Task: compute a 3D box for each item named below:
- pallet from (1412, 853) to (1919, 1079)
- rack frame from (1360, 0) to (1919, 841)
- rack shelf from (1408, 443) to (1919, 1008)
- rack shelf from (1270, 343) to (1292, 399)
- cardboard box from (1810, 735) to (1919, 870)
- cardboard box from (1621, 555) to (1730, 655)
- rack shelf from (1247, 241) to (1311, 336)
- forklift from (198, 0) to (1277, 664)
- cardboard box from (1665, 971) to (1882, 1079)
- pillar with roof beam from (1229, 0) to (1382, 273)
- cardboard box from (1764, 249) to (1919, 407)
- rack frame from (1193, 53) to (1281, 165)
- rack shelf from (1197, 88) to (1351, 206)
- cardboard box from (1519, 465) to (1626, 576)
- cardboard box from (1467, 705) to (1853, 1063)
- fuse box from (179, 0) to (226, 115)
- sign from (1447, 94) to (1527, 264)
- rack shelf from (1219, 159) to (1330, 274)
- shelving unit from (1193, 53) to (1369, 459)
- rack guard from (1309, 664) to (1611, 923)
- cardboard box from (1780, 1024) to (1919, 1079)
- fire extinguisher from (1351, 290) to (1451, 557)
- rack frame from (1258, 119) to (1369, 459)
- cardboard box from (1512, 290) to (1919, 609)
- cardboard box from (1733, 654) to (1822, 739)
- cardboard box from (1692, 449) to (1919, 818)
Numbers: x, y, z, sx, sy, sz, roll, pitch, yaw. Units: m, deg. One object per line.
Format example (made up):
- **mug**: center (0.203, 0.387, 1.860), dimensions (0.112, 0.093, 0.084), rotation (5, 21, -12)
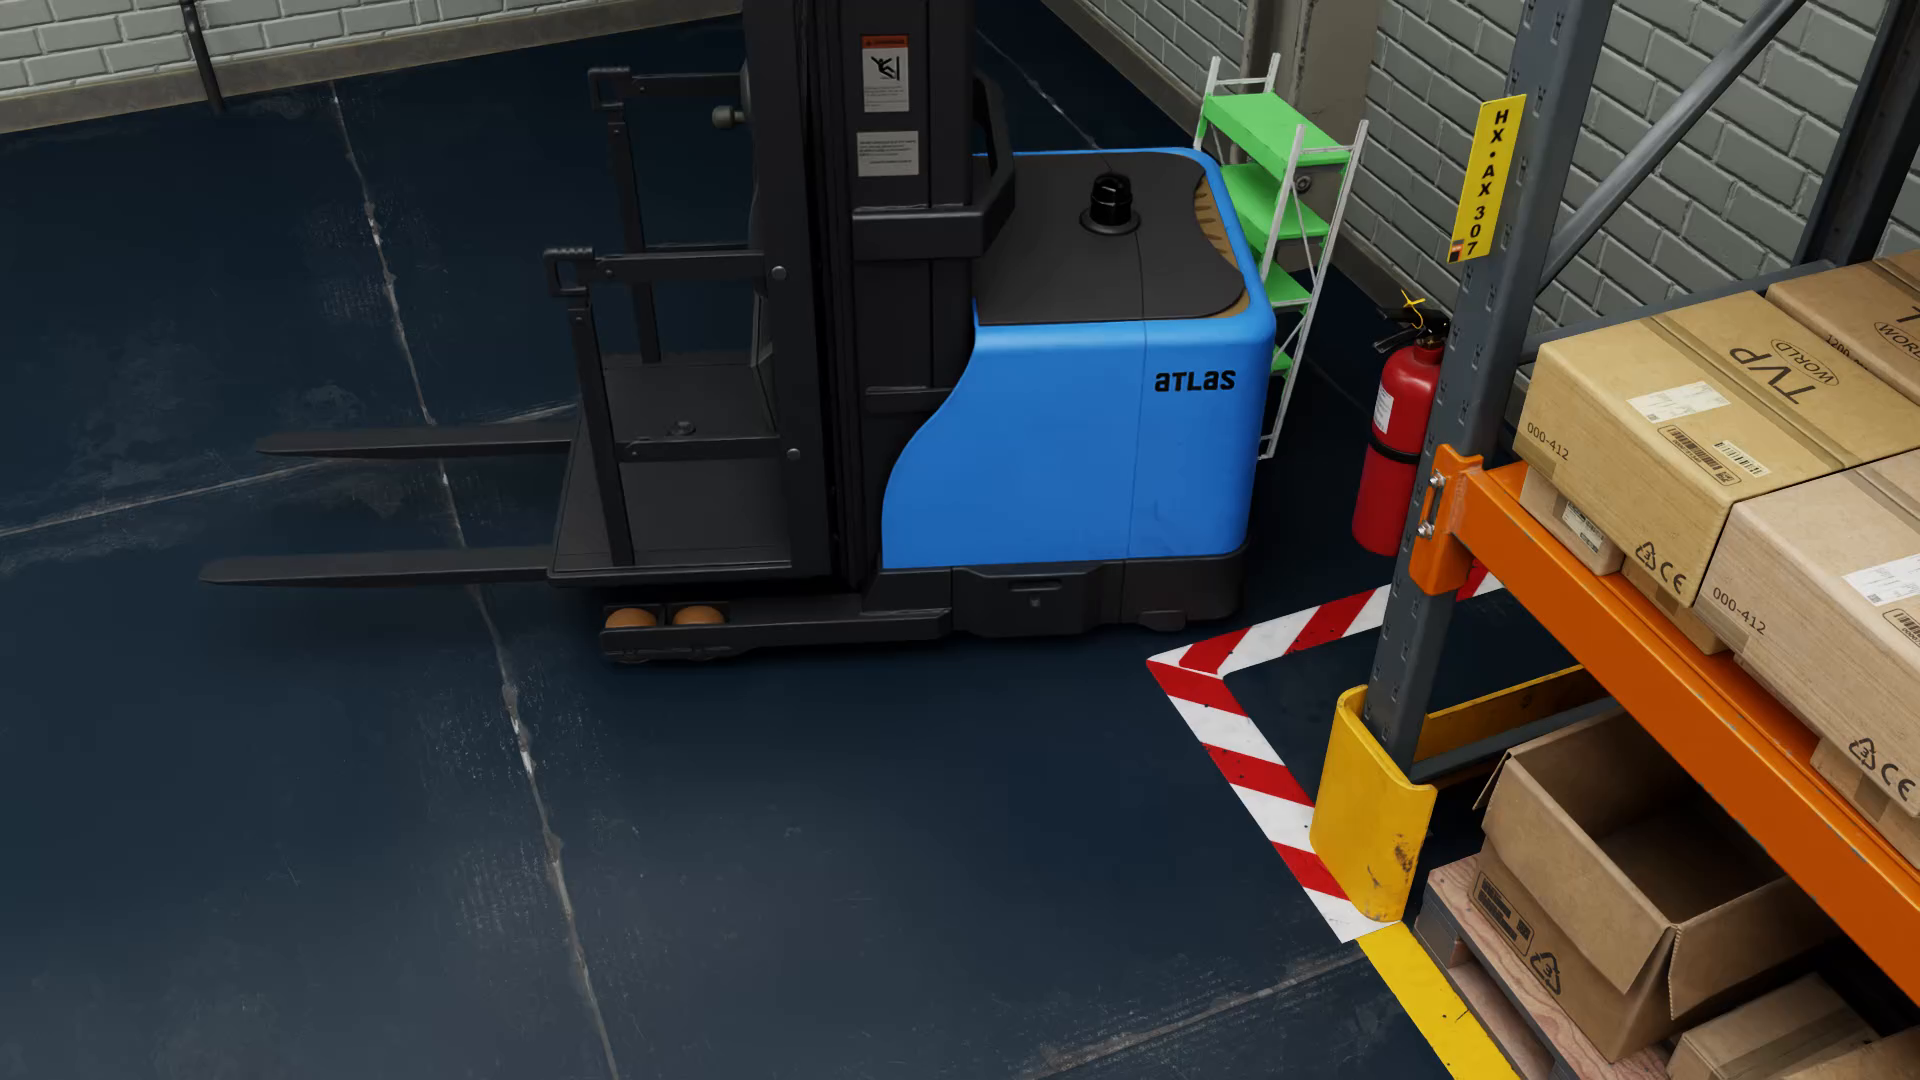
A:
- **pallet**: center (1.803, 1.117, 3.789), dimensions (1.003, 0.211, 1.213), rotation (-15, 43, -17)
- **rack frame**: center (1.468, -0.466, 3.491), dimensions (1.000, 3.000, 0.127), rotation (-15, 43, -17)
- **rack shelf**: center (2.234, 1.012, 2.324), dimensions (1.077, 0.370, 4.000), rotation (-15, 43, -17)
- **rack shelf**: center (0.875, -0.641, 5.517), dimensions (0.258, 0.148, 0.480), rotation (-10, 41, -22)
- **cardboard box**: center (1.653, 0.355, 2.729), dimensions (0.380, 0.149, 0.250), rotation (-14, 43, -16)
- **cardboard box**: center (1.481, 0.038, 3.098), dimensions (0.380, 0.149, 0.250), rotation (-14, 43, -16)
- **rack shelf**: center (0.904, -0.829, 5.371), dimensions (0.258, 0.148, 0.480), rotation (-10, 41, -22)
- **forklift**: center (-0.701, -1.108, 4.291), dimensions (3.031, 2.935, 1.130), rotation (-2, 41, -3)
- **cardboard box**: center (1.741, 1.114, 3.519), dimensions (0.380, 0.149, 0.250), rotation (-17, 43, -19)
- **pillar with roof beam**: center (-2.708, -3.515, 2.436), dimensions (9.100, 9.000, 0.400), rotation (-15, 43, -17)
- **cardboard box**: center (1.889, -0.311, 3.198), dimensions (0.500, 0.250, 0.500), rotation (-14, 43, -16)
- **rack frame**: center (0.815, -1.026, 5.502), dimensions (0.240, 1.200, 0.015), rotation (-10, 41, -22)
- **rack shelf**: center (0.961, -1.206, 5.079), dimensions (0.258, 0.148, 0.480), rotation (-10, 41, -22)
- **cardboard box**: center (1.341, -0.104, 3.263), dimensions (0.380, 0.149, 0.250), rotation (-15, 43, -17)
- **cardboard box**: center (1.615, 0.714, 3.712), dimensions (0.797, 0.503, 0.637), rotation (-17, 43, -19)
- **fuse box**: center (-3.299, -2.564, 6.919), dimensions (0.539, 1.711, 0.414), rotation (-15, 43, -17)
- **sign**: center (0.967, -0.658, 3.051), dimensions (0.100, 0.325, 0.005), rotation (-15, 43, -17)
- **rack shelf**: center (0.932, -1.018, 5.225), dimensions (0.258, 0.148, 0.480), rotation (-10, 41, -22)
- **shelving unit**: center (0.911, -0.880, 5.332), dimensions (0.258, 1.200, 0.503), rotation (-10, 41, -22)
- **rack guard**: center (1.497, 0.528, 4.253), dimensions (1.175, 0.500, 0.348), rotation (-15, 43, -17)
- **cardboard box**: center (1.906, 1.240, 3.103), dimensions (0.700, 0.500, 0.500), rotation (-13, 42, -15)
- **fire extinguisher**: center (0.985, -0.268, 3.607), dimensions (0.296, 0.674, 0.183), rotation (-15, 43, -17)
- **rack frame**: center (1.007, -0.733, 5.162), dimensions (0.240, 1.200, 0.015), rotation (-10, 41, -22)
- **cardboard box**: center (1.393, -0.181, 3.047), dimensions (0.500, 0.250, 0.500), rotation (-15, 43, -17)
- **cardboard box**: center (1.613, 0.187, 2.924), dimensions (0.380, 0.149, 0.250), rotation (-16, 43, -17)
- **cardboard box**: center (1.586, 0.123, 2.694), dimensions (0.500, 0.250, 0.500), rotation (-15, 43, -16)
